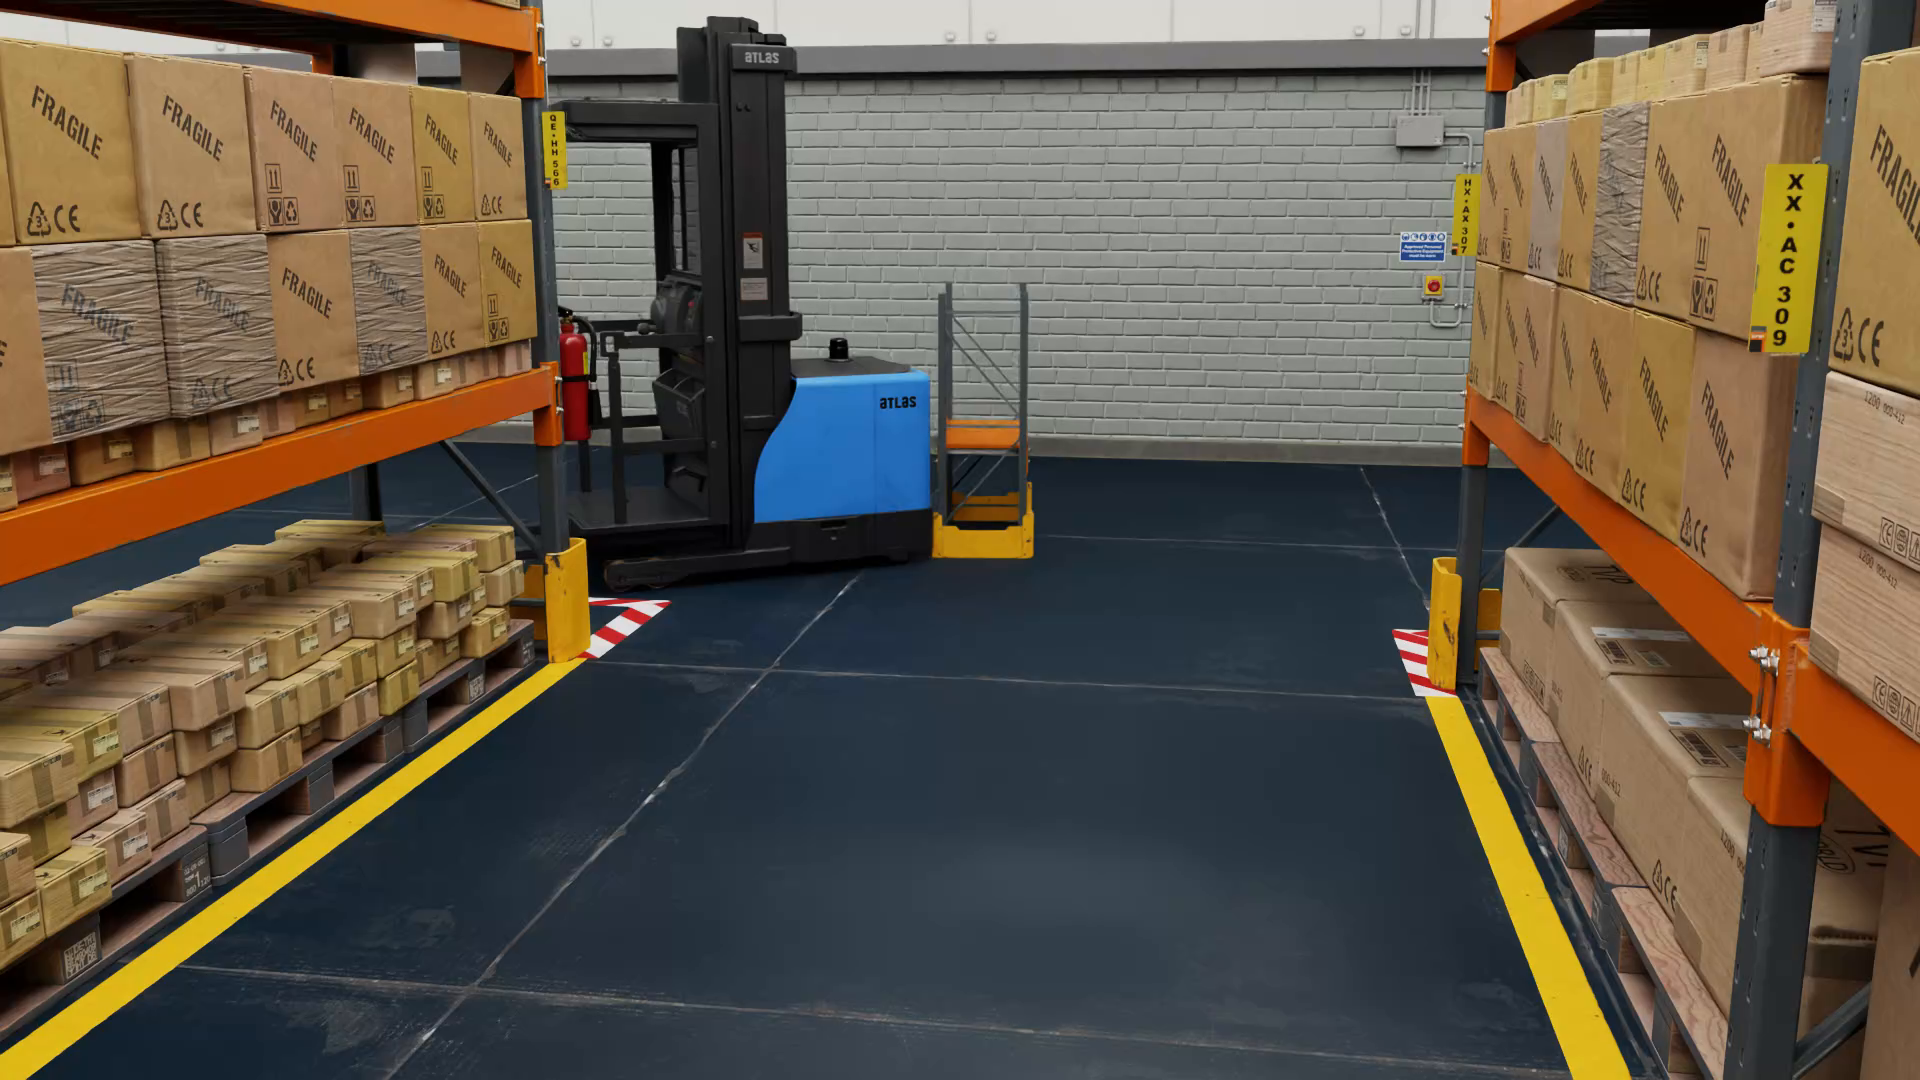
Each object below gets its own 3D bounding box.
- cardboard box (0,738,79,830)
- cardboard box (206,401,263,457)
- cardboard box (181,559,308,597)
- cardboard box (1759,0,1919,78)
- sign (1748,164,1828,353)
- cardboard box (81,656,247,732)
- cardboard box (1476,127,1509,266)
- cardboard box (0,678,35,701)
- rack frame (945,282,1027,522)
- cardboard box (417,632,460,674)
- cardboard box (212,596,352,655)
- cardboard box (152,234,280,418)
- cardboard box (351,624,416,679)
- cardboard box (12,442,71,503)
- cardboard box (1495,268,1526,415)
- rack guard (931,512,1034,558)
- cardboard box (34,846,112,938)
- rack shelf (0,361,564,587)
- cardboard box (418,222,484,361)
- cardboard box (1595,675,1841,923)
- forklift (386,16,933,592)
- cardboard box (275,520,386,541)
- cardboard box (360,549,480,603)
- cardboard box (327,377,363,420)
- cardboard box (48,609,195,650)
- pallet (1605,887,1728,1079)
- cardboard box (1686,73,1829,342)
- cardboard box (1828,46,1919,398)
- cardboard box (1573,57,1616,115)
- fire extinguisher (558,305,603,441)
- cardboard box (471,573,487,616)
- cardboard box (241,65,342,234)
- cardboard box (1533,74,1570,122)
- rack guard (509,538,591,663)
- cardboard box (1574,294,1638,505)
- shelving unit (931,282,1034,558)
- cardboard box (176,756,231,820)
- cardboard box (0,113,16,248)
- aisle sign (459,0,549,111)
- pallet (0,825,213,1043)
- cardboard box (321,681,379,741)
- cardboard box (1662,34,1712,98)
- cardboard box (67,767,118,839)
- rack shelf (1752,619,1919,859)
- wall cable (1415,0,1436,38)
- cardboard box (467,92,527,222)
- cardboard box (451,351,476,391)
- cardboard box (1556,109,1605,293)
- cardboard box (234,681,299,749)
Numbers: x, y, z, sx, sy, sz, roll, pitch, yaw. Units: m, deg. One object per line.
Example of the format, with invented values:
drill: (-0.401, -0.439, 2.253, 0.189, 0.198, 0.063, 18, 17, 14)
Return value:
cardboard box: (-2.551, 0.626, 4.327, 0.380, 0.149, 0.250, 3, 12, 11)
cardboard box: (-2.388, -0.353, 5.106, 0.380, 0.149, 0.250, 2, 12, 11)
cardboard box: (-2.756, 0.176, 6.417, 0.380, 0.149, 0.250, 1, 12, 6)
cardboard box: (1.730, -0.941, 3.090, 0.380, 0.149, 0.250, 2, 12, 7)
sign: (1.449, -0.491, 2.911, 0.100, 0.325, 0.005, 2, 12, 9)
cardboard box: (-2.423, 0.466, 5.068, 0.380, 0.149, 0.250, 2, 12, 10)
cardboard box: (2.257, -1.292, 6.256, 0.500, 0.500, 0.500, 2, 12, 7)
cardboard box: (-2.964, 0.506, 4.885, 0.380, 0.149, 0.250, 2, 12, 11)
rack frame: (0.160, -0.850, 10.377, 0.500, 1.500, 0.032, 0, 12, 2)
cardboard box: (-2.234, 0.430, 6.649, 0.380, 0.149, 0.250, 2, 12, 8)
cardboard box: (-2.374, 0.301, 5.833, 0.380, 0.149, 0.250, 1, 12, 7)
cardboard box: (-2.402, -0.647, 4.934, 0.500, 0.500, 0.500, 2, 12, 7)
cardboard box: (-2.238, 0.395, 6.107, 0.380, 0.149, 0.250, 2, 12, 9)
cardboard box: (-2.587, -0.190, 4.352, 0.380, 0.149, 0.250, 1, 12, 6)
cardboard box: (2.205, -0.697, 5.869, 0.500, 0.500, 0.500, 2, 12, 8)
rack guard: (0.128, -0.029, 9.534, 0.587, 0.250, 0.087, 0, 12, 2)
cardboard box: (-2.495, 0.916, 4.392, 0.380, 0.149, 0.250, 2, 12, 10)
rack shelf: (-2.602, -0.216, 5.583, 1.077, 0.370, 4.000, 2, 12, 9)
cardboard box: (-2.193, -0.969, 6.428, 0.500, 0.500, 0.500, 2, 12, 8)
cardboard box: (2.337, 0.722, 4.610, 0.875, 0.438, 0.875, 2, 12, 7)
forklift: (-1.720, -1.284, 8.996, 3.031, 2.935, 1.130, -5, 13, -22)
cardboard box: (-2.710, 0.012, 7.177, 0.380, 0.149, 0.250, 1, 12, 6)
cardboard box: (-2.135, 0.140, 6.580, 0.380, 0.149, 0.250, 2, 12, 7)
cardboard box: (-2.350, -0.519, 5.877, 0.380, 0.149, 0.250, 1, 12, 6)
cardboard box: (-2.837, 0.342, 5.646, 0.380, 0.149, 0.250, 2, 12, 9)
pallet: (2.192, 1.195, 3.945, 1.003, 0.211, 1.213, 2, 12, 9)
cardboard box: (1.797, -0.657, 3.310, 0.500, 0.500, 0.500, 2, 12, 8)
cardboard box: (1.646, -0.467, 2.431, 0.500, 0.500, 0.500, 2, 12, 9)
cardboard box: (2.004, -1.313, 4.815, 0.380, 0.149, 0.250, 2, 12, 7)
fire extinguisher: (-1.799, -0.801, 7.660, 0.296, 0.674, 0.183, 2, 12, 9)
cardboard box: (-2.187, 0.231, 6.867, 0.380, 0.149, 0.250, 2, 12, 7)
cardboard box: (-2.346, -1.239, 5.308, 0.500, 0.500, 0.500, 1, 12, 7)
cardboard box: (2.138, -1.472, 5.552, 0.380, 0.149, 0.250, 1, 12, 7)
rack guard: (-2.306, 0.254, 7.629, 1.175, 0.500, 0.348, 2, 12, 9)
cardboard box: (1.953, -0.378, 4.390, 0.500, 0.500, 0.500, 2, 12, 8)
shelving unit: (0.144, -0.745, 9.889, 0.587, 1.500, 1.083, 0, 12, 2)
cardboard box: (-2.512, 0.751, 5.158, 0.380, 0.149, 0.250, 1, 12, 6)
cardboard box: (-2.599, -0.920, 3.827, 0.500, 0.500, 0.500, 2, 12, 10)
aisle sign: (-1.986, -2.260, 7.191, 0.394, 0.787, 0.004, 2, 12, 9)
pallet: (-2.841, 1.071, 4.523, 1.003, 0.211, 1.213, 2, 12, 9)
cardboard box: (-2.299, 0.593, 5.892, 0.380, 0.149, 0.250, 2, 12, 10)
cardboard box: (1.950, -1.151, 4.062, 0.380, 0.149, 0.250, 2, 12, 8)
cardboard box: (-2.585, 0.719, 4.601, 0.380, 0.149, 0.250, 2, 12, 8)
rack shelf: (1.690, 0.756, 1.073, 1.077, 0.370, 4.000, 2, 12, 9)
wall cable: (3.209, -4.970, 11.697, 0.463, 3.000, 0.029, 2, 12, 9)
cardboard box: (-2.119, -1.564, 6.812, 0.500, 0.500, 0.500, 2, 12, 7)
cardboard box: (-2.164, -0.681, 6.629, 0.380, 0.149, 0.250, 2, 12, 8)
cardboard box: (2.037, -0.972, 4.775, 0.500, 0.500, 0.500, 2, 12, 9)
cardboard box: (-2.374, 0.556, 5.357, 0.380, 0.149, 0.250, 2, 12, 8)
